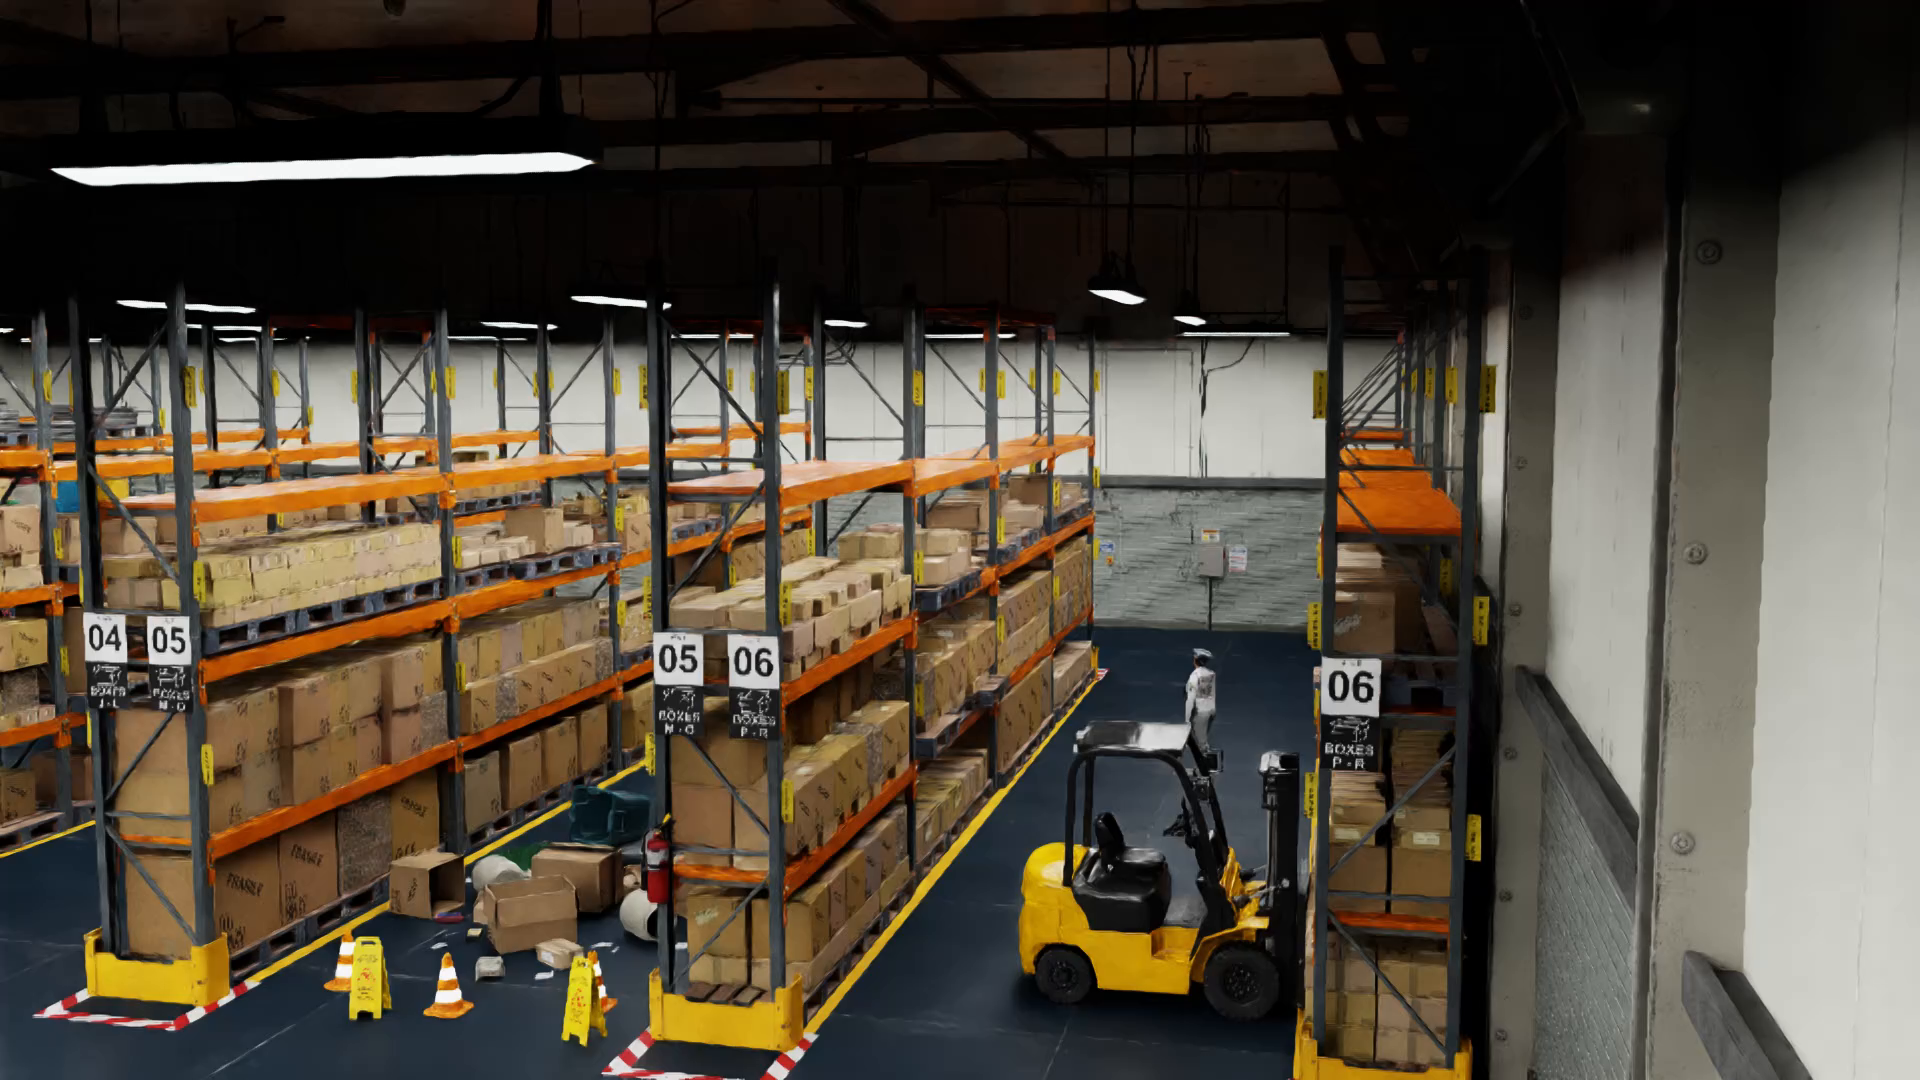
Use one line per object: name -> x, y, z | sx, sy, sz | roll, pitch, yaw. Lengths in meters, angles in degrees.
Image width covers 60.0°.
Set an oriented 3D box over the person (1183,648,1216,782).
person -> 3.027, 2.204, 21.037 | 0.550, 1.651, 0.586 | 4, 7, 37
